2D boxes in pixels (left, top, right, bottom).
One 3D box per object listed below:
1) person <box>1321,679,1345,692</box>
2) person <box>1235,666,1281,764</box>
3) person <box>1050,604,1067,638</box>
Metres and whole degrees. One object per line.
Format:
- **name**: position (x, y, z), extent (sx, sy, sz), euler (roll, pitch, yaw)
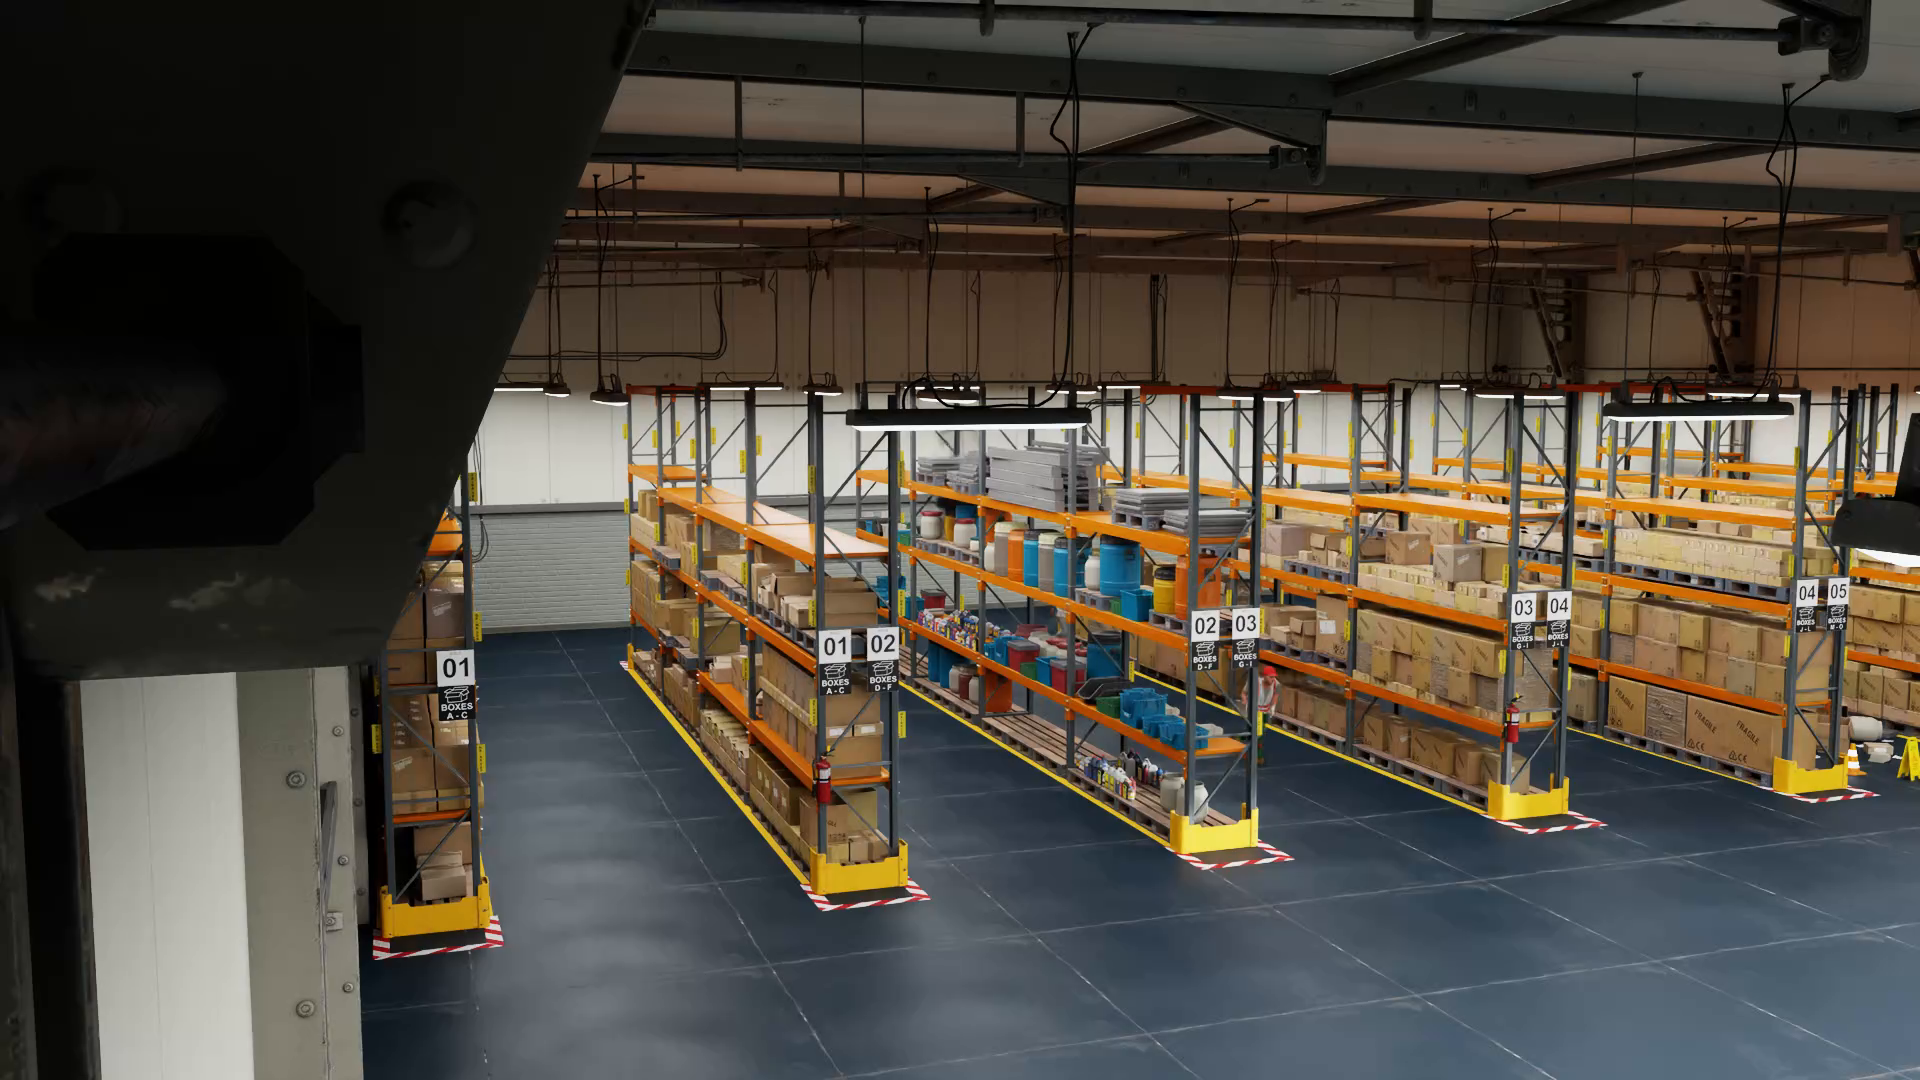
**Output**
- **person**: position (7.249, 2.319, 31.937), extent (0.714, 1.506, 1.098), euler (-1, 6, -8)
- **person**: position (4.797, 2.775, 26.890), extent (0.663, 1.618, 1.090), euler (-2, 6, -19)
- **person**: position (2.246, 1.637, 35.137), extent (0.562, 1.597, 0.674), euler (-3, 6, -25)
